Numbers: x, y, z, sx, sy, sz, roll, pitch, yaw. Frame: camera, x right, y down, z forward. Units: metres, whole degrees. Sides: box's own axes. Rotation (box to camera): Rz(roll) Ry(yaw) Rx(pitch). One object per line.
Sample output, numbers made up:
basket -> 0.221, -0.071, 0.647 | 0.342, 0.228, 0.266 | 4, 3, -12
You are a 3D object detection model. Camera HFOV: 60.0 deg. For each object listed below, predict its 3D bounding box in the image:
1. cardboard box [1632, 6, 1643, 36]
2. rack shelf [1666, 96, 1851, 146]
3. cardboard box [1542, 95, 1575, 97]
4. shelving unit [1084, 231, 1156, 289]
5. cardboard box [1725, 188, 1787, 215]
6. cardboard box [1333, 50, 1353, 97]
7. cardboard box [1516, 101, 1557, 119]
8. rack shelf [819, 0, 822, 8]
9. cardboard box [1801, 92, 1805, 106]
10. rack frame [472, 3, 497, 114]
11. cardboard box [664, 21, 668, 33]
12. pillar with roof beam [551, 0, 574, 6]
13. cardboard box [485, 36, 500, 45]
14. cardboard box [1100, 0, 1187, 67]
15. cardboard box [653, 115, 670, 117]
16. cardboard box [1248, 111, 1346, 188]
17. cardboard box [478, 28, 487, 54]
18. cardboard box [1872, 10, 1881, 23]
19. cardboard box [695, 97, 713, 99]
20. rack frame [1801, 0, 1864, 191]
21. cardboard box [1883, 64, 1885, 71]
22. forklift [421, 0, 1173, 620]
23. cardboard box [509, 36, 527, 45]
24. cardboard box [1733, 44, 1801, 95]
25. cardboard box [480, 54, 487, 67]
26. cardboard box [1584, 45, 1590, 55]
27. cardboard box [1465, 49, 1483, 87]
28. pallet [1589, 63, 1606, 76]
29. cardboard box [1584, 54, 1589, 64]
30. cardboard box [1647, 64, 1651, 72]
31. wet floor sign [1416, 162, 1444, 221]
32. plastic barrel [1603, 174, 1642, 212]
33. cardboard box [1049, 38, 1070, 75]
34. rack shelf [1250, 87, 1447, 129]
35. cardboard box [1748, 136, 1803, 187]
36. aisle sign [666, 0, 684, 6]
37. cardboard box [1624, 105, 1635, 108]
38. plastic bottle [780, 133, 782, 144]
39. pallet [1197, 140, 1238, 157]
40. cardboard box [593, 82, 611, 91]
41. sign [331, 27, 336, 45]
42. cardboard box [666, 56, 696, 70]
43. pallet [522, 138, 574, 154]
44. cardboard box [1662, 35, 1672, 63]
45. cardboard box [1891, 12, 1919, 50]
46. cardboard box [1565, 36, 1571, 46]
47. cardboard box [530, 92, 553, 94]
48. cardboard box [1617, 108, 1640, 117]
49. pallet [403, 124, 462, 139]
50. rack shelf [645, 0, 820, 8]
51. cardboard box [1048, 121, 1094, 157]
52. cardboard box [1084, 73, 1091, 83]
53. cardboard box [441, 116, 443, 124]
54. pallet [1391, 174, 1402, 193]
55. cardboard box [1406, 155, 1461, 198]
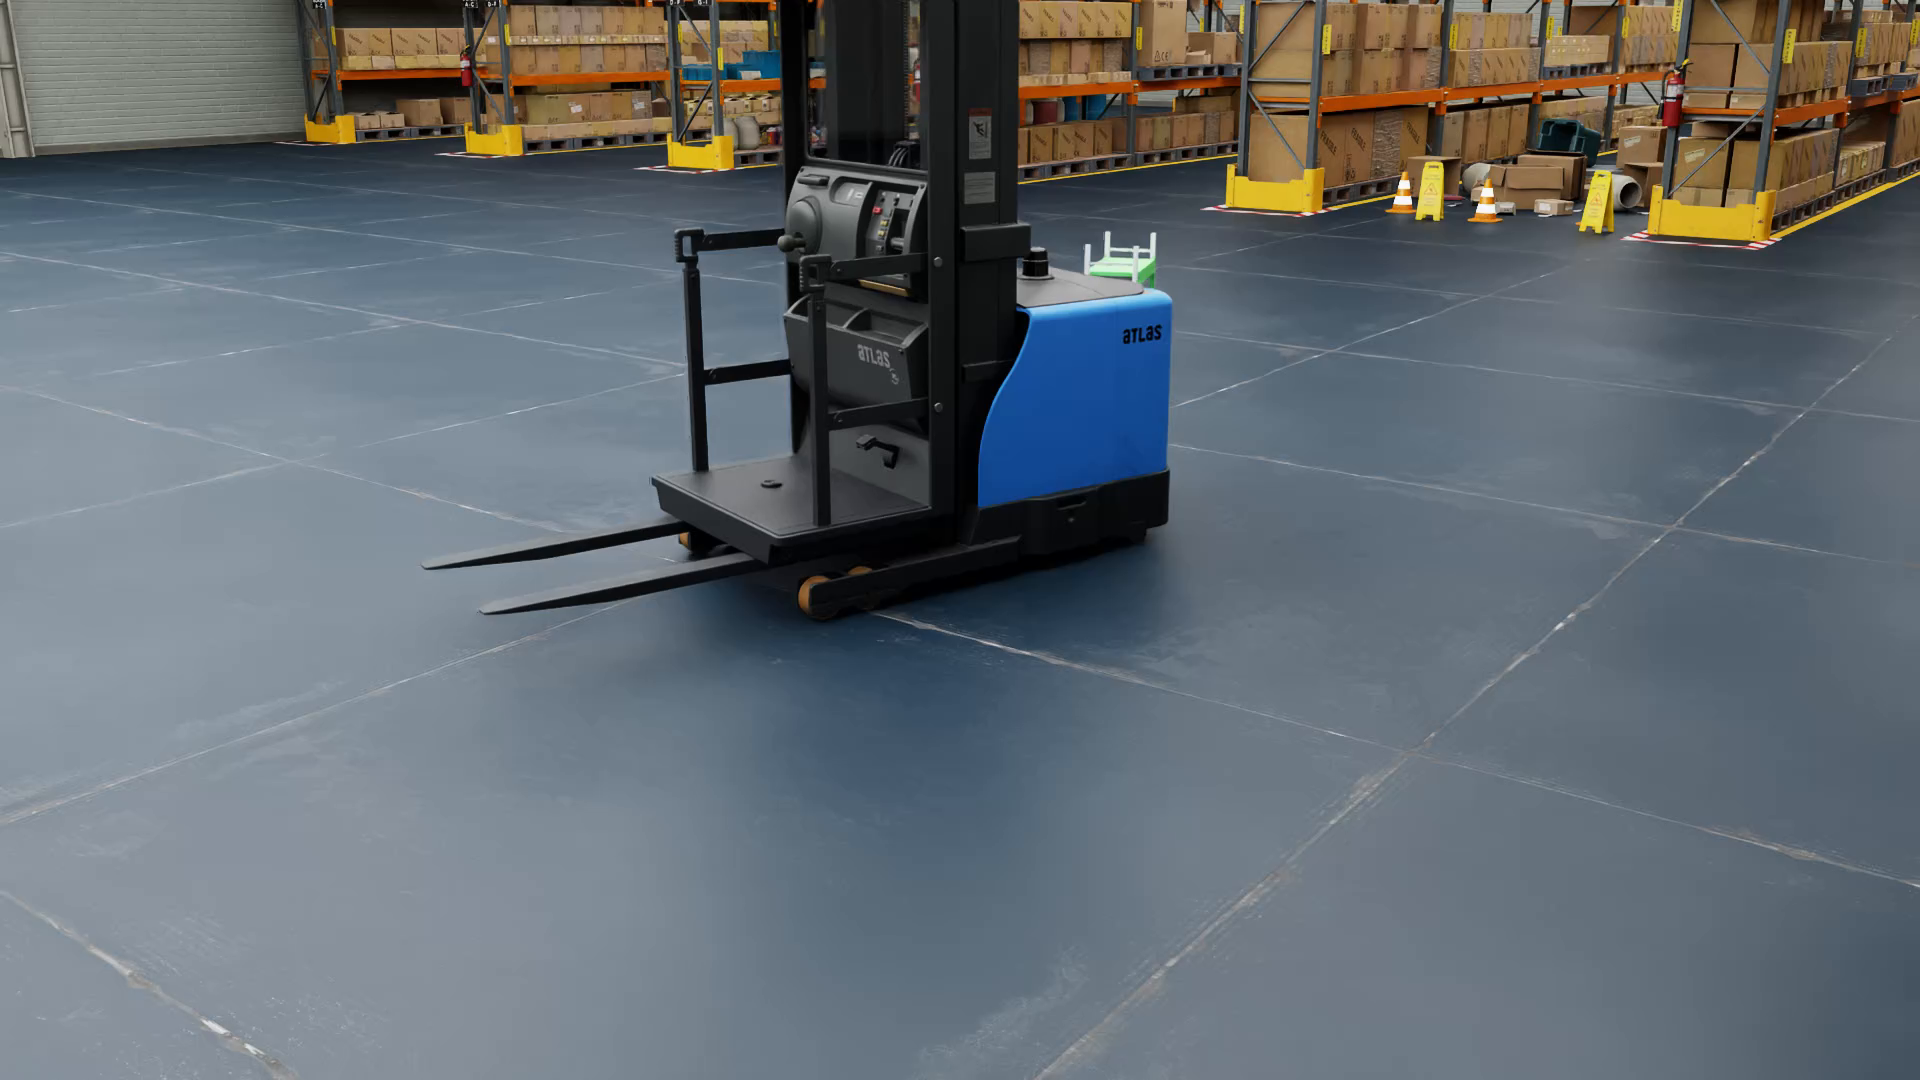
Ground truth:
cardboard box -> 11.742, -9.198, 29.450 | 0.500, 0.500, 0.500 | 12, 21, 33
rack shelf -> 9.058, -4.764, 18.741 | 1.077, 0.370, 4.000 | 12, 21, 35
cardboard box -> 10.329, -7.576, 28.824 | 0.500, 0.250, 0.500 | 11, 21, 32
shelving unit -> 0.746, -0.817, 7.848 | 0.258, 1.200, 0.503 | 5, 18, 15
cardboard box -> 8.570, -3.662, 17.907 | 0.500, 0.250, 0.500 | 12, 21, 34
cardboard box -> 4.326, -5.785, 20.562 | 0.875, 0.550, 0.550 | 12, 21, 35
cardboard box -> 9.203, -6.874, 26.564 | 0.500, 0.250, 0.500 | 11, 21, 32
rack shelf -> -2.087, -11.605, 35.711 | 1.077, 0.370, 4.000 | 12, 21, 35
cardboard box -> 8.913, -4.787, 18.025 | 0.380, 0.149, 0.250 | 13, 22, 36
rack frame -> -9.643, -9.961, 34.263 | 1.000, 3.000, 0.127 | 12, 21, 35
cardboard box -> -6.765, -11.541, 37.381 | 0.500, 0.250, 0.500 | 13, 22, 36
pillar with roof beam -> -5.271, -12.862, 33.487 | 9.100, 9.000, 0.400 | 12, 21, 35
cardboard box -> -7.971, -8.616, 28.670 | 0.380, 0.149, 0.250 | 12, 21, 34
cardboard box -> 2.877, -7.987, 26.186 | 1.000, 1.000, 1.000 | 13, 21, 35
cardboard box -> -5.648, -8.124, 32.276 | 0.500, 0.250, 0.500 | 12, 21, 34
cardboard box -> 4.182, -4.841, 20.650 | 0.875, 0.875, 0.875 | 13, 21, 35
cardboard box -> -9.676, -10.090, 33.633 | 0.500, 0.500, 0.500 | 12, 21, 35
cardboard box -> 11.379, -6.611, 21.002 | 0.380, 0.149, 0.250 | 14, 22, 38
cardboard box -> -5.047, -8.633, 32.967 | 0.500, 0.311, 0.500 | 12, 21, 35
rack frame -> 10.250, -5.584, 20.168 | 1.000, 3.000, 0.127 | 12, 21, 35
cardboard box -> 11.768, -6.115, 21.592 | 0.380, 0.149, 0.250 | 12, 21, 33
forklift -> -0.586, -1.276, 6.411 | 3.031, 2.935, 1.130 | -12, 21, -34
cardboard box -> -7.639, -8.547, 28.447 | 0.380, 0.149, 0.250 | 12, 21, 34
cardboard box -> 8.372, -4.885, 17.247 | 0.500, 0.500, 0.500 | 12, 21, 34
cardboard box -> -9.682, -9.733, 33.747 | 0.500, 0.250, 0.500 | 12, 21, 35
cardboard box -> 10.281, -8.184, 27.754 | 0.380, 0.149, 0.250 | 11, 20, 32
cardboard box -> 7.044, -6.681, 23.531 | 0.500, 0.500, 0.500 | 13, 21, 35
pallet -> 10.409, -8.092, 28.568 | 1.003, 0.211, 1.213 | 12, 21, 35
cardboard box -> 10.289, -8.043, 27.803 | 0.380, 0.149, 0.250 | 11, 21, 32
cardboard box -> 12.559, -8.754, 30.800 | 0.380, 0.149, 0.250 | 11, 21, 32
wet floor sign -> 5.404, -4.001, 19.040 | 0.267, 0.644, 0.232 | 8, 19, 25
plastic barrel -> 7.882, -4.161, 19.928 | 0.421, 0.421, 0.512 | -4, 18, -13
cardboard box -> 1.099, -7.067, 24.274 | 0.875, 0.500, 0.500 | 12, 21, 35
rack shelf -> 5.023, -5.615, 21.480 | 1.077, 0.370, 4.000 | 12, 21, 35
cardboard box -> 8.891, -4.151, 18.218 | 0.500, 0.500, 0.500 | 11, 21, 33
aisle sign -> -4.351, -8.535, 25.286 | 0.394, 0.787, 0.004 | 12, 21, 35
cardboard box -> 12.712, -8.265, 31.895 | 0.380, 0.149, 0.250 | 13, 21, 36
plastic bottle -> -2.961, -6.717, 27.793 | 0.097, 0.201, 0.097 | 0, 17, 0
pallet -> 4.208, -6.771, 28.690 | 1.003, 0.211, 1.213 | 12, 21, 35
cardboard box -> -8.037, -9.983, 36.542 | 0.500, 0.250, 0.500 | 13, 21, 36
sign -> -11.590, -9.326, 30.758 | 0.100, 0.325, 0.005 | 12, 21, 35
cardboard box -> -5.404, -9.140, 31.872 | 0.500, 0.250, 0.500 | 14, 22, 38
pallet -> -7.624, -6.992, 29.403 | 1.003, 0.211, 1.213 | 12, 21, 35
cardboard box -> 12.992, -9.209, 31.169 | 0.500, 0.500, 0.500 | 12, 21, 34
cardboard box -> 13.124, -7.136, 23.312 | 0.500, 0.500, 0.500 | 12, 21, 33
cardboard box -> 9.655, -8.078, 26.911 | 0.380, 0.149, 0.250 | 14, 22, 37
cardboard box -> -7.381, -7.801, 29.970 | 0.500, 0.500, 0.500 | 12, 21, 35
cardboard box -> 12.305, -7.877, 30.646 | 0.380, 0.149, 0.250 | 13, 21, 35
pallet -> -10.741, -8.172, 33.202 | 1.003, 0.211, 1.213 | 12, 21, 35
rack shelf -> -4.471, -10.652, 32.643 | 1.077, 0.370, 4.000 | 12, 21, 35
cardboard box -> 1.686, -6.116, 25.388 | 0.500, 0.500, 0.500 | -12, 21, -33
cardboard box -> 1.731, -6.890, 24.797 | 0.380, 0.149, 0.250 | 12, 21, 35
cardboard box -> -10.612, -8.432, 33.405 | 0.380, 0.149, 0.250 | 10, 20, 30
pallet -> 5.699, -4.936, 22.782 | 1.003, 0.211, 1.213 | 12, 21, 35
cardboard box -> 6.114, -4.691, 21.503 | 0.500, 0.500, 0.500 | -16, 23, -41
